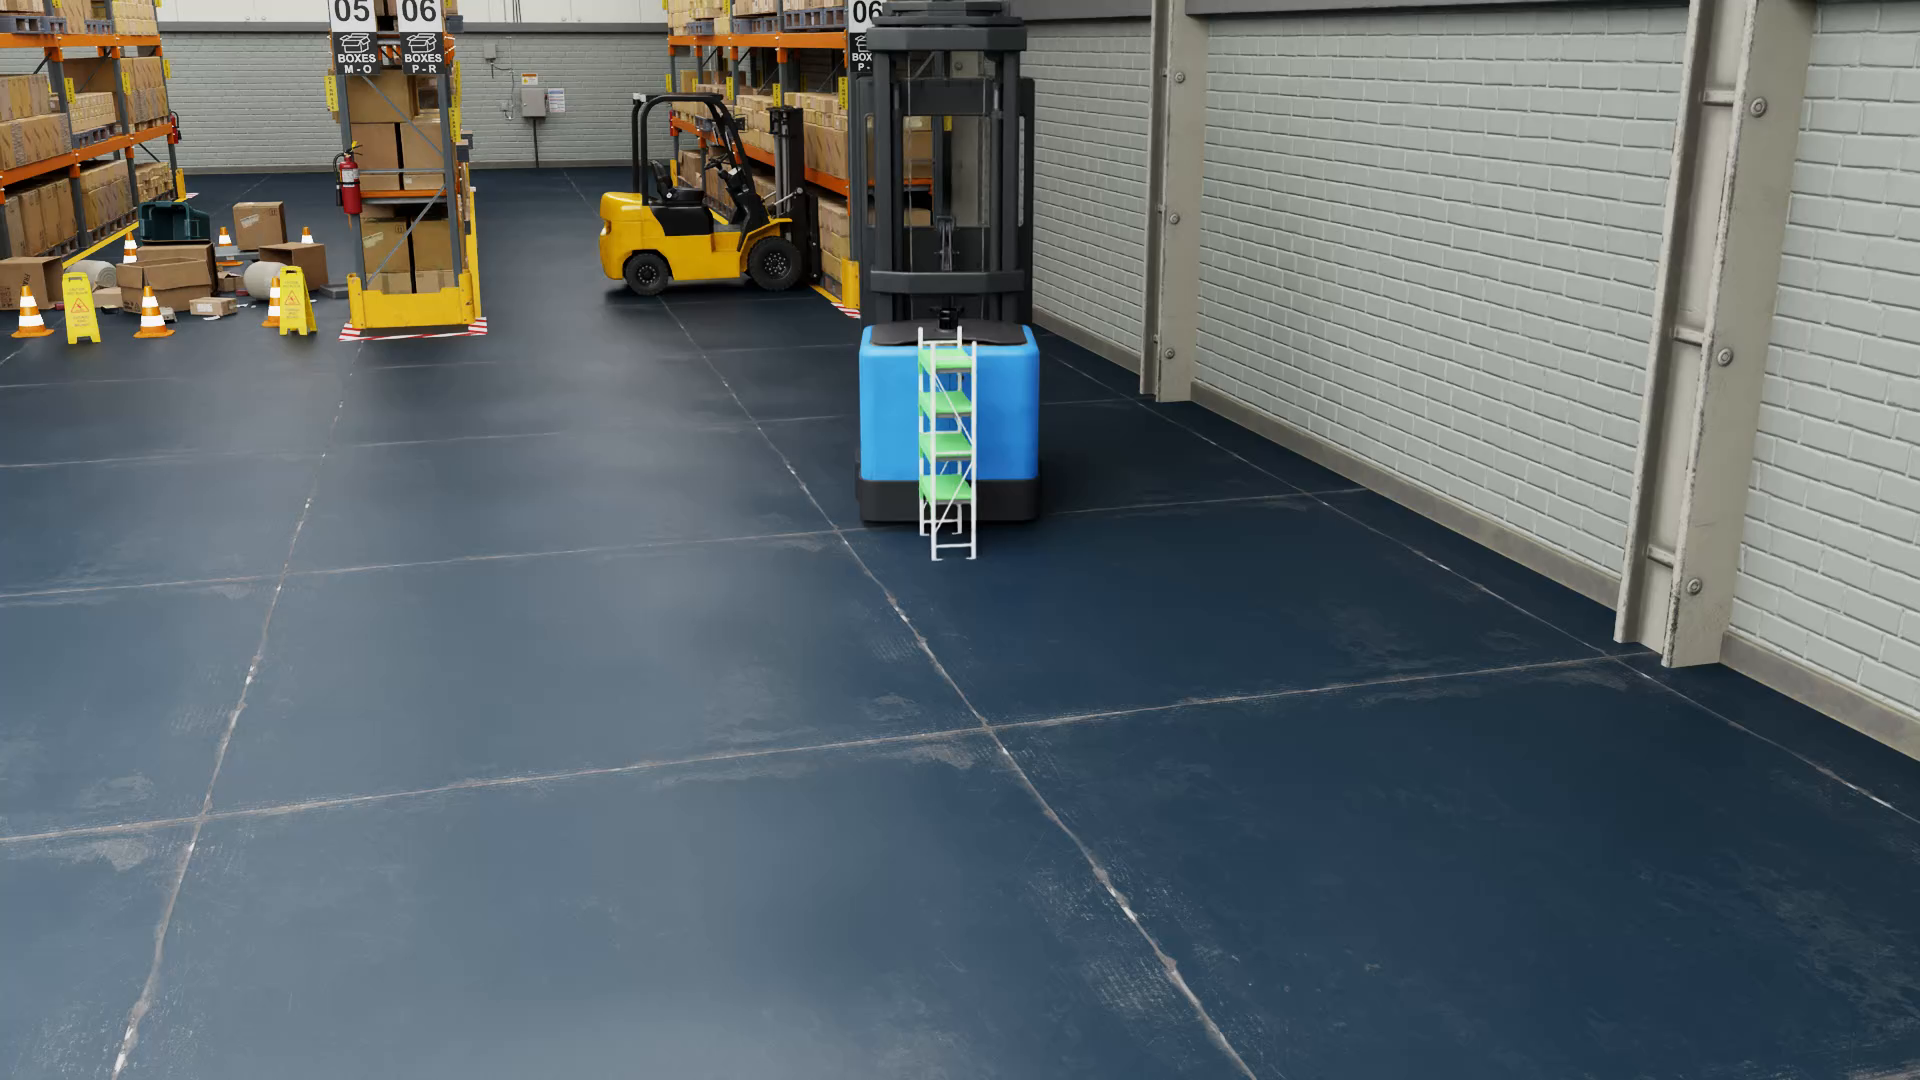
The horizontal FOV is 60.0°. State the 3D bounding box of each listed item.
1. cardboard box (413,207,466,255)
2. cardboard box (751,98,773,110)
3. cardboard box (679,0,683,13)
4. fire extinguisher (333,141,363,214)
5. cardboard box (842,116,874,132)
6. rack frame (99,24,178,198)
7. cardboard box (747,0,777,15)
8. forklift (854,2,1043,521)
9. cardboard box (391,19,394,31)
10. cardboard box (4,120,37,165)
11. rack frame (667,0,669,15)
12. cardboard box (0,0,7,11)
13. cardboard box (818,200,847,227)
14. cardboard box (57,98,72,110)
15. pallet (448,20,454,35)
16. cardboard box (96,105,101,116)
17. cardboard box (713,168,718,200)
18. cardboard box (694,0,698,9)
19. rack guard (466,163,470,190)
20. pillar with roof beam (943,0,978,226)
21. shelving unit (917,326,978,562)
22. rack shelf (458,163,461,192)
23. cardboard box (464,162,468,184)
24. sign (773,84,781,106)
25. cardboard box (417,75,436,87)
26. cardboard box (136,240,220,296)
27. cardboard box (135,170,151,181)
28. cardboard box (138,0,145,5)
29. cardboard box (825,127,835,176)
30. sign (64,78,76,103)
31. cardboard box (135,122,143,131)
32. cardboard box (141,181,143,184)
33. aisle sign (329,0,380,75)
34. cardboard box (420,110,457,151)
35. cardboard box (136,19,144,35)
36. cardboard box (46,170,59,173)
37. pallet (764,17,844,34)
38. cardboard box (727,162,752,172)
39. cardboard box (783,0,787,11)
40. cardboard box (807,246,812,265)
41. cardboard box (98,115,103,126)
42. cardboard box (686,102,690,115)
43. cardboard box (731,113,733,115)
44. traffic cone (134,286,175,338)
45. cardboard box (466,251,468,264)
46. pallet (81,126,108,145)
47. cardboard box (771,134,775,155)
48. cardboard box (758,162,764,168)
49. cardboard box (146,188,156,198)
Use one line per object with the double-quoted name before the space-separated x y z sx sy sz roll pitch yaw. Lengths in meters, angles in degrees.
"cardboard box" -5.687 -3.365 18.185 0.500 0.500 0.500 -4 17 -14
"cardboard box" -2.704 -6.083 23.188 0.380 0.149 0.250 -4 17 -14
"cardboard box" -4.769 -9.589 29.821 0.500 0.250 0.500 -4 17 -14
"fire extinguisher" -5.858 -3.481 15.960 0.296 0.674 0.183 -5 17 -15
"cardboard box" -1.040 -4.412 17.624 0.380 0.149 0.250 -4 17 -14
"rack frame" -14.575 -7.592 29.514 1.000 3.000 0.127 -5 17 -15
"cardboard box" -2.629 -7.425 22.664 0.500 0.500 0.500 -4 17 -14
"forklift" -0.094 -1.879 10.614 1.130 2.935 3.031 0 17 -1
"cardboard box" -6.473 -5.694 18.417 0.380 0.149 0.250 -4 17 -14
"cardboard box" -11.438 -4.766 19.930 0.500 0.500 0.500 -5 17 -16
"rack frame" -5.072 -11.278 31.356 1.000 3.000 0.127 -5 17 -15
"cardboard box" -11.588 -6.429 19.755 0.396 0.266 0.258 -5 17 -15
"cardboard box" -1.396 -3.725 18.950 0.500 0.250 0.500 -4 17 -15
"cardboard box" -12.394 -5.963 22.760 0.380 0.149 0.250 -5 17 -17
"pallet" -7.873 -7.319 23.717 1.213 0.211 1.003 -4 17 -13
"cardboard box" -12.888 -6.326 24.487 0.380 0.149 0.250 -6 18 -18
"cardboard box" -3.768 -5.866 27.382 0.500 0.500 0.500 -5 17 -17
"cardboard box" -4.142 -8.748 27.161 0.380 0.149 0.250 -5 17 -16
"rack guard" -9.850 -6.821 31.291 1.175 0.500 0.348 -5 17 -15
"pillar with roof beam" -4.139 -6.776 16.368 9.100 9.000 0.400 -5 17 -15
"shelving unit" -0.072 -0.534 9.143 0.258 1.200 0.503 -3 17 -9
"rack shelf" -7.096 -4.901 21.805 1.077 0.370 4.000 -5 17 -15
"cardboard box" -9.307 -6.559 29.796 0.875 0.438 0.875 -4 17 -14
"sign" -2.293 -5.557 20.862 0.100 0.325 0.005 -5 17 -15
"cardboard box" -6.733 -5.845 21.148 0.380 0.149 0.250 -4 17 -12
"cardboard box" -8.629 -2.999 18.326 0.797 0.637 0.503 -5 17 -15
"cardboard box" -13.592 -6.012 27.445 0.380 0.149 0.250 -4 17 -14
"cardboard box" -13.980 -9.107 28.042 0.380 0.149 0.250 -4 17 -14
"cardboard box" -1.196 -4.287 18.336 0.500 0.500 0.500 -4 17 -14
"sign" -11.844 -5.979 22.130 0.100 0.325 0.005 -5 17 -15
"cardboard box" -13.581 -6.756 27.165 0.380 0.149 0.250 -4 17 -14
"cardboard box" -13.597 -5.792 27.229 0.380 0.149 0.250 -6 18 -18
"aisle sign" -5.708 -4.791 15.669 0.394 0.787 0.004 -5 17 -15
"cardboard box" -6.037 -4.638 18.986 0.500 0.500 0.500 -4 17 -13
"cardboard box" -13.760 -8.428 27.342 0.500 0.250 0.500 -4 17 -13
"cardboard box" -12.966 -5.050 23.361 0.500 0.250 0.500 -4 17 -14
"pallet" -2.029 -6.674 21.574 0.805 0.209 1.217 -5 18 -17
"cardboard box" -3.486 -5.918 26.429 0.380 0.149 0.250 -5 17 -16
"cardboard box" -1.943 -6.503 20.206 0.380 0.149 0.250 -4 17 -14
"cardboard box" -1.529 -3.388 19.566 0.500 0.250 0.500 -4 17 -13
"cardboard box" -12.887 -6.186 24.538 0.380 0.149 0.250 -5 18 -18
"cardboard box" -4.624 -7.767 29.840 0.500 0.250 0.500 -5 17 -16
"cardboard box" -3.423 -6.424 25.332 0.380 0.149 0.250 -4 17 -14
"traffic cone" -7.779 -2.206 15.992 0.336 0.463 0.334 -5 17 -15
"cardboard box" -5.969 -3.288 19.233 0.500 0.250 0.500 -5 17 -17
"pallet" -12.960 -5.832 23.987 1.003 0.211 1.213 -5 17 -15
"cardboard box" -2.164 -5.133 21.586 0.500 0.250 0.500 -4 17 -14
"cardboard box" -3.014 -5.965 26.583 0.380 0.149 0.250 -5 17 -16
"cardboard box" -13.663 -5.804 27.784 0.380 0.149 0.250 -5 17 -17
